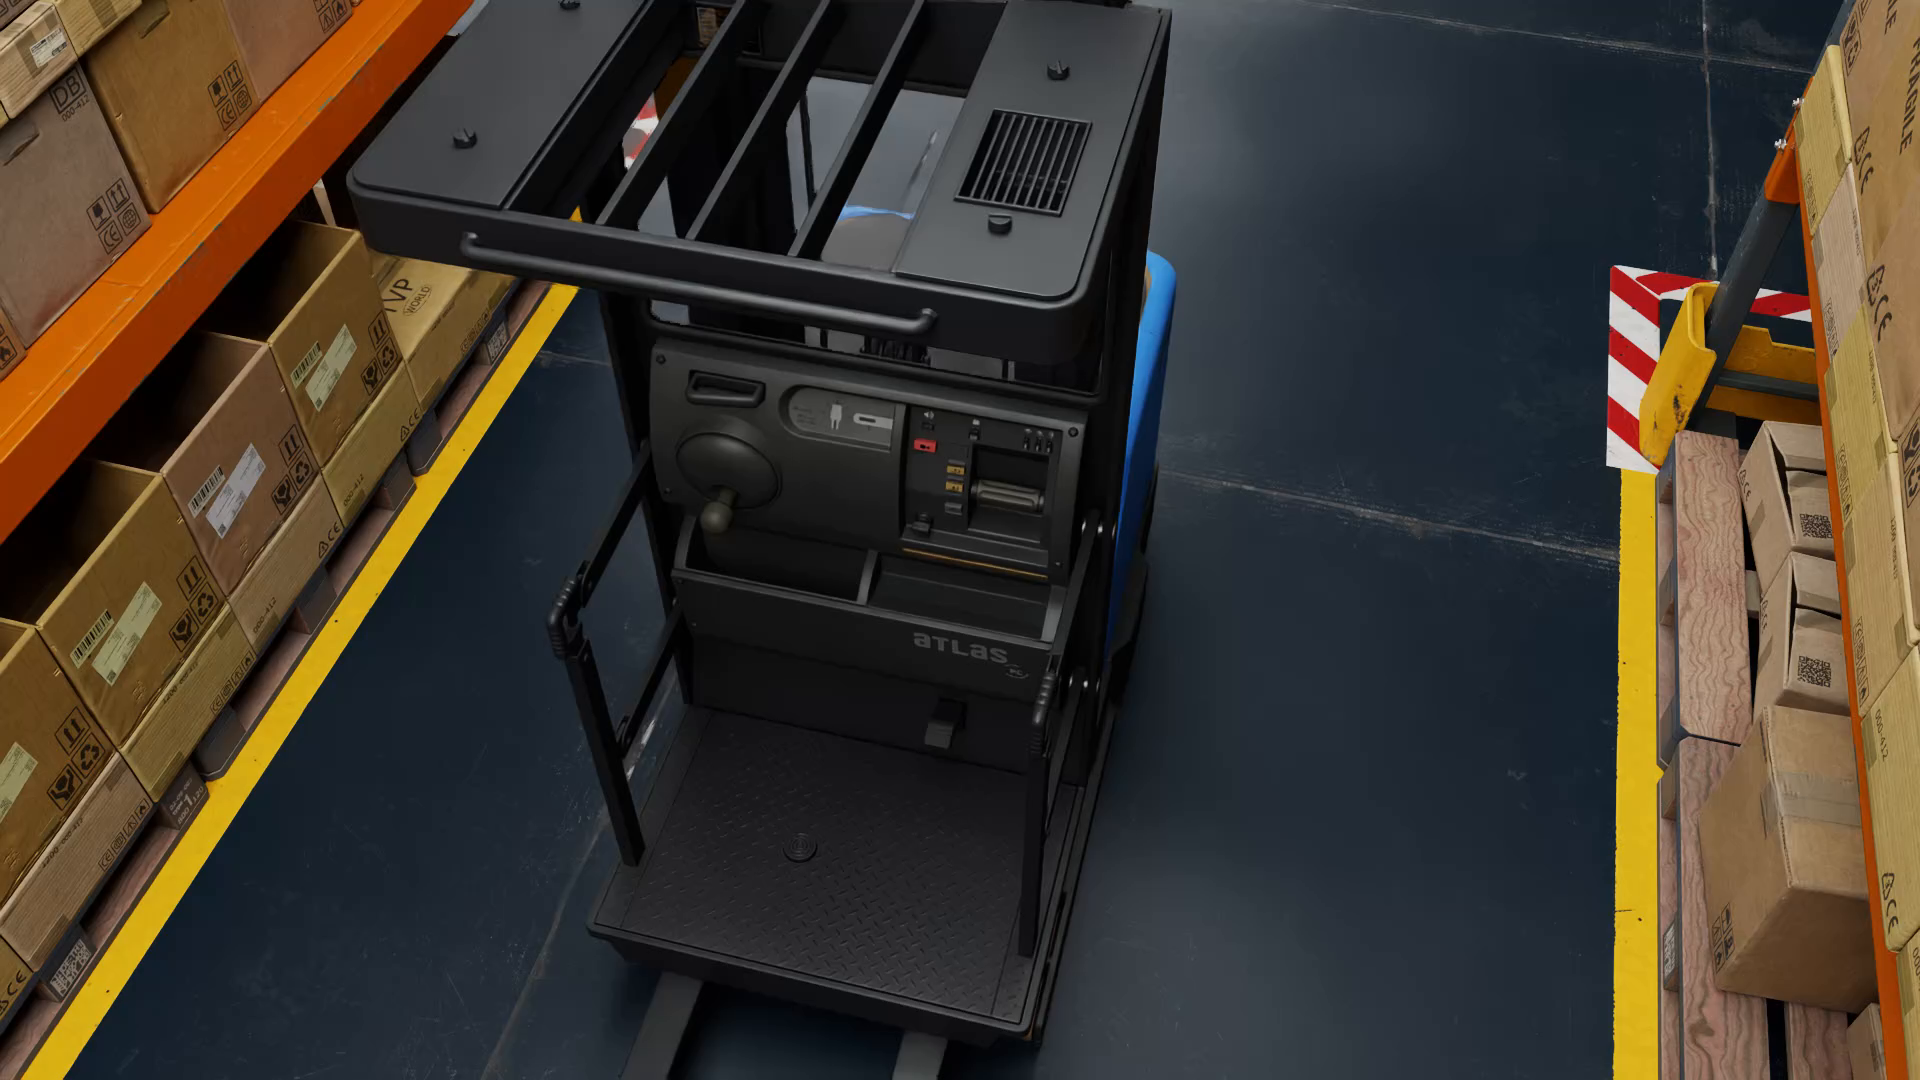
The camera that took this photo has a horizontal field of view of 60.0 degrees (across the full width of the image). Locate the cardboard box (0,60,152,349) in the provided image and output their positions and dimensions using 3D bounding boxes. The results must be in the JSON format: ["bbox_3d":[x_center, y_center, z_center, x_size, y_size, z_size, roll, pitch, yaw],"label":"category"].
[{"bbox_3d":[-2.453,-0.864,3.945,0.700,0.500,0.500,13,50,11],"label":"cardboard box"}]

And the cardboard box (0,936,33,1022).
[{"bbox_3d":[-2.551,1.103,3.830,0.500,0.250,0.500,12,50,10],"label":"cardboard box"}]

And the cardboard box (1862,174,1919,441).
[{"bbox_3d":[2.170,-0.502,3.279,0.500,0.500,0.500,10,49,9],"label":"cardboard box"}]

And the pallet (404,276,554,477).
[{"bbox_3d":[-2.074,-0.802,5.817,1.003,0.211,1.213,12,50,10],"label":"pallet"}]

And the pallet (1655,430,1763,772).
[{"bbox_3d":[2.599,0.247,4.891,1.003,0.211,1.213,12,50,10],"label":"pallet"}]

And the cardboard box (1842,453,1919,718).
[{"bbox_3d":[2.035,0.133,3.219,0.500,0.250,0.500,12,50,10],"label":"cardboard box"}]

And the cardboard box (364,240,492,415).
[{"bbox_3d":[-1.889,-0.705,5.425,0.500,0.250,0.500,12,50,10],"label":"cardboard box"}]

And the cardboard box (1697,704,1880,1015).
[{"bbox_3d":[2.207,0.786,3.929,0.700,0.500,0.500,9,49,8],"label":"cardboard box"}]

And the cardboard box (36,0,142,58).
[{"bbox_3d":[-2.169,-1.283,3.882,0.380,0.149,0.250,13,50,11],"label":"cardboard box"}]

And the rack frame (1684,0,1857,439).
[{"bbox_3d":[2.867,-1.311,4.407,1.000,3.000,0.127,12,50,10],"label":"rack frame"}]

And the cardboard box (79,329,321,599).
[{"bbox_3d":[-2.149,-0.229,4.505,0.500,0.500,0.500,12,50,10],"label":"cardboard box"}]

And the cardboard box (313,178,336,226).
[{"bbox_3d":[-2.269,-1.171,5.837,0.500,0.250,0.500,12,50,10],"label":"cardboard box"}]

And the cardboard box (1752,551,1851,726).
[{"bbox_3d":[2.448,0.328,4.460,0.500,0.311,0.500,15,50,13],"label":"cardboard box"}]

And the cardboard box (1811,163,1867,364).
[{"bbox_3d":[2.310,-0.599,3.865,0.500,0.250,0.500,10,49,9],"label":"cardboard box"}]

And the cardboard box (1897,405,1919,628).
[{"bbox_3d":[2.046,-0.127,2.948,0.500,0.500,0.500,13,50,11],"label":"cardboard box"}]

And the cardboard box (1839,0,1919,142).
[{"bbox_3d":[2.452,-1.230,3.922,0.500,0.500,0.500,12,50,10],"label":"cardboard box"}]

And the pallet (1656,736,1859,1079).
[{"bbox_3d":[2.276,1.127,4.115,1.003,0.211,1.213,12,50,10],"label":"pallet"}]

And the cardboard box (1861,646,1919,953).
[{"bbox_3d":[1.903,0.497,2.897,0.500,0.250,0.500,11,50,10],"label":"cardboard box"}]

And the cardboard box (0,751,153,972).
[{"bbox_3d":[-2.414,0.742,4.148,0.500,0.250,0.500,12,50,10],"label":"cardboard box"}]

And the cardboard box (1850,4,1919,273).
[{"bbox_3d":[2.312,-0.875,3.608,0.500,0.500,0.500,12,50,10],"label":"cardboard box"}]

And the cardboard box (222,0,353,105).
[{"bbox_3d":[-2.182,-1.603,4.598,0.700,0.500,0.500,13,50,11],"label":"cardboard box"}]

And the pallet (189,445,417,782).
[{"bbox_3d":[-2.397,0.078,5.040,1.003,0.211,1.213,12,50,10],"label":"pallet"}]

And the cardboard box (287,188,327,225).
[{"bbox_3d":[-2.398,-1.057,5.236,0.500,0.500,0.500,12,50,10],"label":"cardboard box"}]

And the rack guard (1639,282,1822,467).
[{"bbox_3d":[2.847,-0.429,5.295,1.175,0.500,0.348,12,50,10],"label":"rack guard"}]

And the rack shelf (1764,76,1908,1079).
[{"bbox_3d":[2.341,0.374,3.399,1.077,0.370,4.000,12,50,10],"label":"rack shelf"}]

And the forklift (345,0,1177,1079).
[{"bbox_3d":[-0.256,-0.056,3.345,1.130,2.935,3.031,11,49,9],"label":"forklift"}]

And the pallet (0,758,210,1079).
[{"bbox_3d":[-2.716,0.963,4.259,1.003,0.211,1.213,12,50,10],"label":"pallet"}]

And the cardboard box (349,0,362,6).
[{"bbox_3d":[-2.048,-1.984,4.934,0.700,0.500,0.500,12,50,10],"label":"cardboard box"}]

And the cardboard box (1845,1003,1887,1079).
[{"bbox_3d":[2.255,1.227,3.774,0.380,0.149,0.250,8,49,7],"label":"cardboard box"}]

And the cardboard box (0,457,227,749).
[{"bbox_3d":[-2.278,0.133,4.186,0.500,0.500,0.500,12,50,10],"label":"cardboard box"}]

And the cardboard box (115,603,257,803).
[{"bbox_3d":[-2.278,0.381,4.467,0.500,0.250,0.500,12,50,10],"label":"cardboard box"}]

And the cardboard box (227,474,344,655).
[{"bbox_3d":[-2.152,0.018,4.787,0.500,0.250,0.500,12,50,10],"label":"cardboard box"}]

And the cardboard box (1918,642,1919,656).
[{"bbox_3d":[1.909,0.250,2.615,0.500,0.500,0.500,10,49,9],"label":"cardboard box"}]

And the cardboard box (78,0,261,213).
[{"bbox_3d":[-2.318,-1.245,4.282,0.700,0.500,0.500,12,50,10],"label":"cardboard box"}]

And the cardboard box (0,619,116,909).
[{"bbox_3d":[-2.417,0.493,3.868,0.500,0.500,0.500,12,50,10],"label":"cardboard box"}]

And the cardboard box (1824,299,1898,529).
[{"bbox_3d":[2.170,-0.232,3.541,0.500,0.250,0.500,11,49,9],"label":"cardboard box"}]

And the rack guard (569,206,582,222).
[{"bbox_3d":[-1.906,-1.476,6.219,1.175,0.500,0.348,12,50,10],"label":"rack guard"}]

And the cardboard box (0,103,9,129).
[{"bbox_3d":[-2.304,-0.918,3.560,0.380,0.149,0.250,11,50,10],"label":"cardboard box"}]

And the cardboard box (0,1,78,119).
[{"bbox_3d":[-2.236,-1.097,3.719,0.380,0.149,0.250,11,49,10],"label":"cardboard box"}]

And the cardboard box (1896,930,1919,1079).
[{"bbox_3d":[1.786,0.864,2.573,0.500,0.250,0.500,12,50,10],"label":"cardboard box"}]

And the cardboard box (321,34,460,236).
[{"bbox_3d":[-1.767,-1.317,5.465,0.500,0.500,0.500,12,50,10],"label":"cardboard box"}]

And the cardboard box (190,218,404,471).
[{"bbox_3d":[-2.016,-0.590,4.824,0.500,0.500,0.500,12,50,10],"label":"cardboard box"}]

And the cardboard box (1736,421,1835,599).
[{"bbox_3d":[2.598,-0.084,4.824,0.500,0.311,0.500,7,49,6],"label":"cardboard box"}]

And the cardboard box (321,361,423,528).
[{"bbox_3d":[-2.019,-0.343,5.106,0.500,0.250,0.500,12,50,10],"label":"cardboard box"}]

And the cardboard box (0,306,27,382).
[{"bbox_3d":[-2.586,-0.493,3.618,0.700,0.500,0.500,12,50,11],"label":"cardboard box"}]

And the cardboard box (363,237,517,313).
[{"bbox_3d":[-1.769,-1.069,5.747,0.500,0.250,0.500,12,50,10],"label":"cardboard box"}]

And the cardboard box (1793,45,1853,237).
[{"bbox_3d":[2.433,-0.978,4.199,0.500,0.250,0.500,10,49,9],"label":"cardboard box"}]
